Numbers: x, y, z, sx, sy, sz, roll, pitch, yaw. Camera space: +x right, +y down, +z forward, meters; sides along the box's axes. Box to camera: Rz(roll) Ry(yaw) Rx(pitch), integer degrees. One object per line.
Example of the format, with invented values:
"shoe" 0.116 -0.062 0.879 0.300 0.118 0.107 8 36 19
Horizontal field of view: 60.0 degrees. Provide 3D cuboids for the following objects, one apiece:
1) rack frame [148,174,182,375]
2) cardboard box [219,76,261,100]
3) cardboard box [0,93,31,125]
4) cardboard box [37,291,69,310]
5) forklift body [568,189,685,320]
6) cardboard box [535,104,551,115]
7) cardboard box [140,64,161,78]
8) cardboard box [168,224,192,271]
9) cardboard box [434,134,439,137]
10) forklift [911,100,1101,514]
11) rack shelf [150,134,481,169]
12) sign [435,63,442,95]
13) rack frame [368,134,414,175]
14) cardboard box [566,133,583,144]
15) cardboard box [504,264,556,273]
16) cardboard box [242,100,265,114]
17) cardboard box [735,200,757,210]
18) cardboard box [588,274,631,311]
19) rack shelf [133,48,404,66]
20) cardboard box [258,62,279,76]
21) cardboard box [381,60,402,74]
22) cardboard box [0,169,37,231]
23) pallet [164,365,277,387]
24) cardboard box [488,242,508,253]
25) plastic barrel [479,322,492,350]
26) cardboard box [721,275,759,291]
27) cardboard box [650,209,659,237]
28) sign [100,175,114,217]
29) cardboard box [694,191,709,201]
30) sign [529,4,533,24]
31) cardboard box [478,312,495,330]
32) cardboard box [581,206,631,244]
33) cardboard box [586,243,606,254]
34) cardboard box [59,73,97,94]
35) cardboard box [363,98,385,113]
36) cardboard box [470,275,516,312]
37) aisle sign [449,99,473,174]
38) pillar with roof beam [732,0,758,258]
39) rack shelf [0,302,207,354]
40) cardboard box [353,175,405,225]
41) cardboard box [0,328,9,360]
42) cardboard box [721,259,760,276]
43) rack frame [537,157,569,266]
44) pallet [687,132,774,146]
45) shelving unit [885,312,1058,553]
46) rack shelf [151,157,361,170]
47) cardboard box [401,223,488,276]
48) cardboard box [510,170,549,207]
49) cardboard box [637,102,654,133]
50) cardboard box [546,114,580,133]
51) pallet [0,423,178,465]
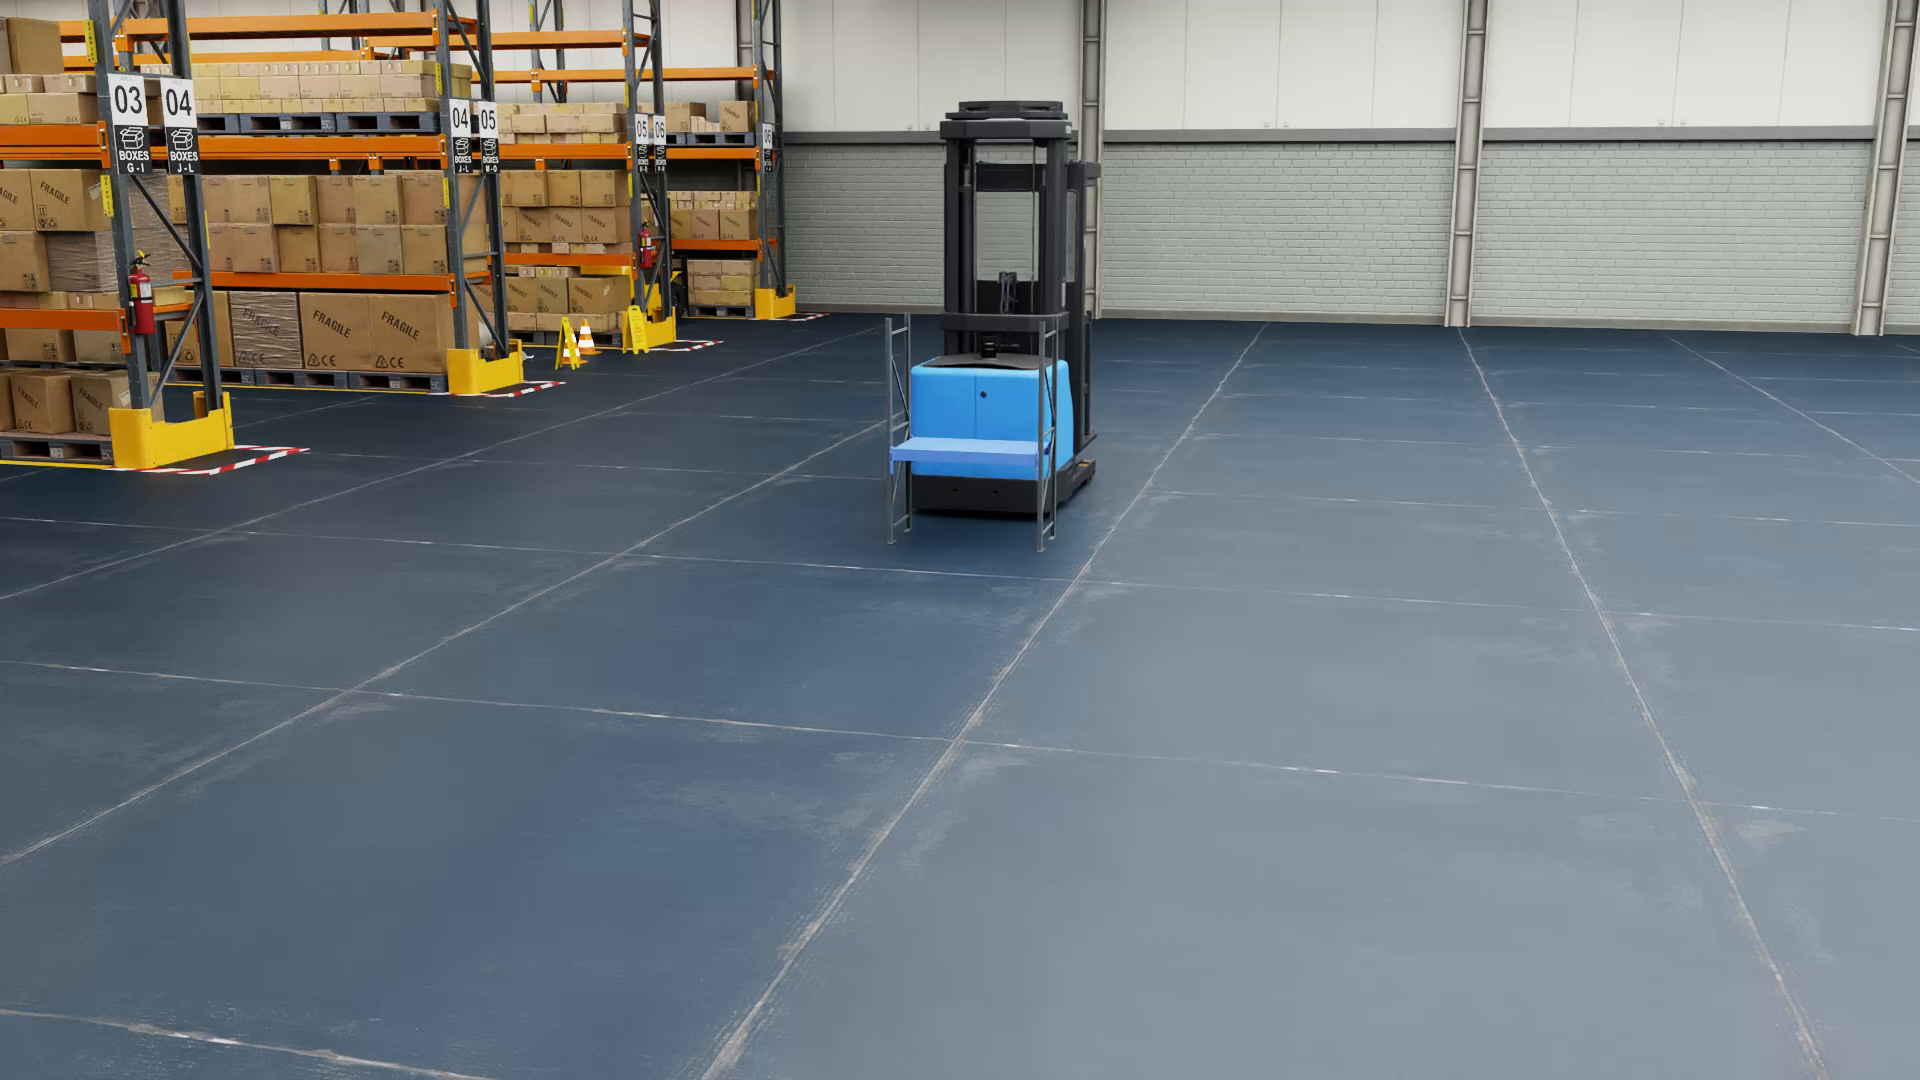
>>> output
"rack frame" -9.348 -3.427 19.755 0.127 3.000 1.000 3 13 14
"cardboard box" -7.960 -5.081 18.744 0.500 0.250 0.500 3 13 13
"cardboard box" -7.765 -3.570 13.819 0.500 0.250 0.500 3 13 14
"cardboard box" -7.574 -2.046 14.108 0.250 0.149 0.380 3 13 14
"forklift body" -5.469 -4.610 27.046 1.214 2.155 2.313 3 13 14
"cardboard box" -5.738 -6.021 23.261 0.250 0.149 0.380 3 13 14
"cardboard box" -9.076 -5.321 18.907 0.250 0.149 0.380 3 13 14
"cardboard box" -8.987 -3.484 19.663 0.550 0.550 0.875 3 13 14
"cardboard box" -7.274 -5.711 23.703 0.250 0.149 0.380 3 13 15
"forklift" 0.476 -1.888 12.977 1.130 2.935 3.031 3 13 14
"rack shelf" -7.406 -4.436 19.040 4.000 0.370 1.077 3 13 14
"sign" -5.608 -4.964 17.896 0.005 0.325 0.100 3 13 14
"rack frame" -8.260 -4.473 24.470 0.127 3.000 1.000 3 13 14
"cardboard box" -5.289 -5.594 23.177 0.250 0.149 0.380 3 13 15
"cardboard box" -7.583 -4.588 29.499 0.625 0.625 0.875 4 13 16
"cardboard box" -7.839 -4.866 18.697 0.250 0.149 0.380 3 13 14
"cardboard box" -3.594 -5.634 27.974 0.250 0.149 0.380 3 13 14
"cardboard box" -5.116 -3.595 24.161 0.500 0.500 0.500 3 13 12
"rack shelf" -10.202 -6.959 24.409 4.000 0.370 1.077 3 13 14
"cardboard box" -7.599 -5.243 18.551 0.250 0.149 0.380 3 13 13
"cardboard box" -6.115 -5.164 18.196 0.250 0.149 0.380 3 13 14
"cardboard box" -7.831 -2.865 13.996 0.500 0.500 0.500 3 13 14
"pallet" -8.628 -2.010 19.805 1.213 0.211 1.003 3 13 14
"cardboard box" -6.540 -4.191 23.779 0.250 0.149 0.380 3 13 13
"plastic barrel" -6.744 -2.797 22.862 0.512 0.421 0.421 -9 15 -35
"cardboard box" -3.738 -4.376 28.256 0.500 0.250 0.500 3 13 13
"cardboard box" -5.221 -5.408 28.452 0.500 0.500 0.500 3 13 14
"sign" -6.903 -2.785 13.460 0.005 0.325 0.100 3 13 14
"cardboard box" -4.320 -5.837 28.203 0.250 0.149 0.380 3 13 14
"sign" -7.193 -8.826 27.899 0.005 0.325 0.100 3 13 14
"cardboard box" -6.715 -3.196 24.093 0.500 0.250 0.500 3 13 13
"cardboard box" -4.969 -4.430 23.357 0.500 0.500 0.500 3 13 13
"cardboard box" -5.063 -4.107 23.400 0.250 0.149 0.380 3 13 13
"cardboard box" -7.095 -3.716 13.559 0.250 0.149 0.380 3 13 14
"cardboard box" -6.362 -4.787 18.341 0.250 0.149 0.380 3 13 14
"cardboard box" -6.726 -3.562 24.010 0.500 0.500 0.500 4 13 16
"aisle sign" -5.467 -4.422 18.237 0.004 0.787 0.394 3 13 14
"pillar with roof beam" -4.682 -7.559 24.527 0.400 9.000 9.100 3 13 14
"rack shelf" -8.692 -1.934 14.687 4.000 0.370 1.077 3 13 14
"cardboard box" -6.371 -3.856 18.851 0.550 0.550 0.875 3 13 14
"cardboard box" -11.812 -2.646 20.459 0.750 0.750 1.050 3 13 14
"cardboard box" -3.712 -4.619 28.196 0.500 0.250 0.500 4 13 15
"rack frame" -7.074 -5.517 29.176 0.127 3.000 1.000 3 13 14
"pallet" -3.871 -6.773 28.115 1.213 0.211 1.003 3 13 14
"shelving unit" 0.083 -0.728 11.051 1.048 1.500 0.538 3 13 14
"rack shelf" -12.899 -6.942 30.332 4.000 0.370 1.077 3 13 14
"cardboard box" -5.835 -3.302 18.847 0.550 0.550 0.875 3 13 14
"cardboard box" -5.934 -4.961 23.443 0.500 0.500 0.700 3 13 13
"cardboard box" -5.208 -7.162 28.228 0.637 0.503 0.797 3 13 15
"cardboard box" -5.423 -5.801 23.189 0.500 0.250 0.500 3 13 13
"pallet" -7.605 -0.874 14.685 1.213 0.211 1.003 3 13 14
